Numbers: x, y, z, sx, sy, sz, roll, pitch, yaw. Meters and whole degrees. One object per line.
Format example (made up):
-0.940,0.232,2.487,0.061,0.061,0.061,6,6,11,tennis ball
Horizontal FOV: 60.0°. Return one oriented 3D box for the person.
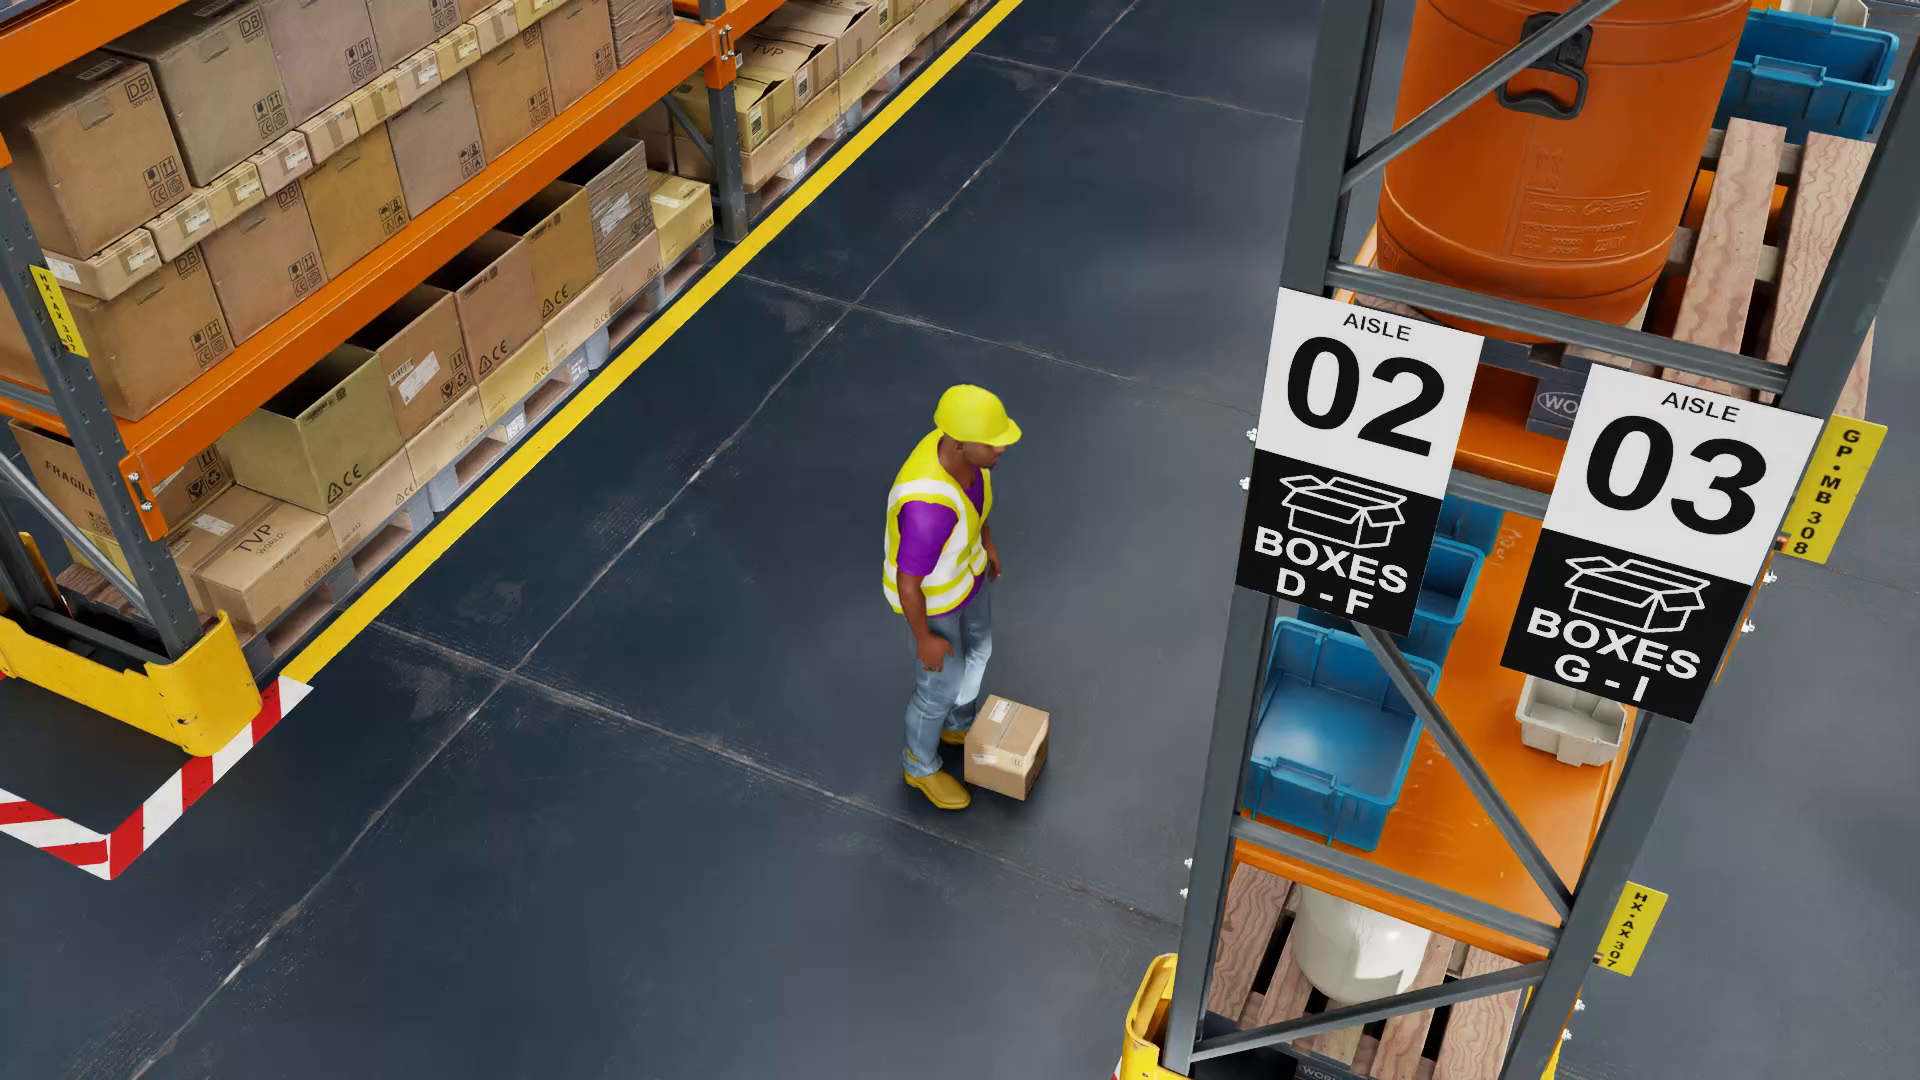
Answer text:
-0.035,0.177,5.948,0.463,1.759,0.630,15,44,16,person
